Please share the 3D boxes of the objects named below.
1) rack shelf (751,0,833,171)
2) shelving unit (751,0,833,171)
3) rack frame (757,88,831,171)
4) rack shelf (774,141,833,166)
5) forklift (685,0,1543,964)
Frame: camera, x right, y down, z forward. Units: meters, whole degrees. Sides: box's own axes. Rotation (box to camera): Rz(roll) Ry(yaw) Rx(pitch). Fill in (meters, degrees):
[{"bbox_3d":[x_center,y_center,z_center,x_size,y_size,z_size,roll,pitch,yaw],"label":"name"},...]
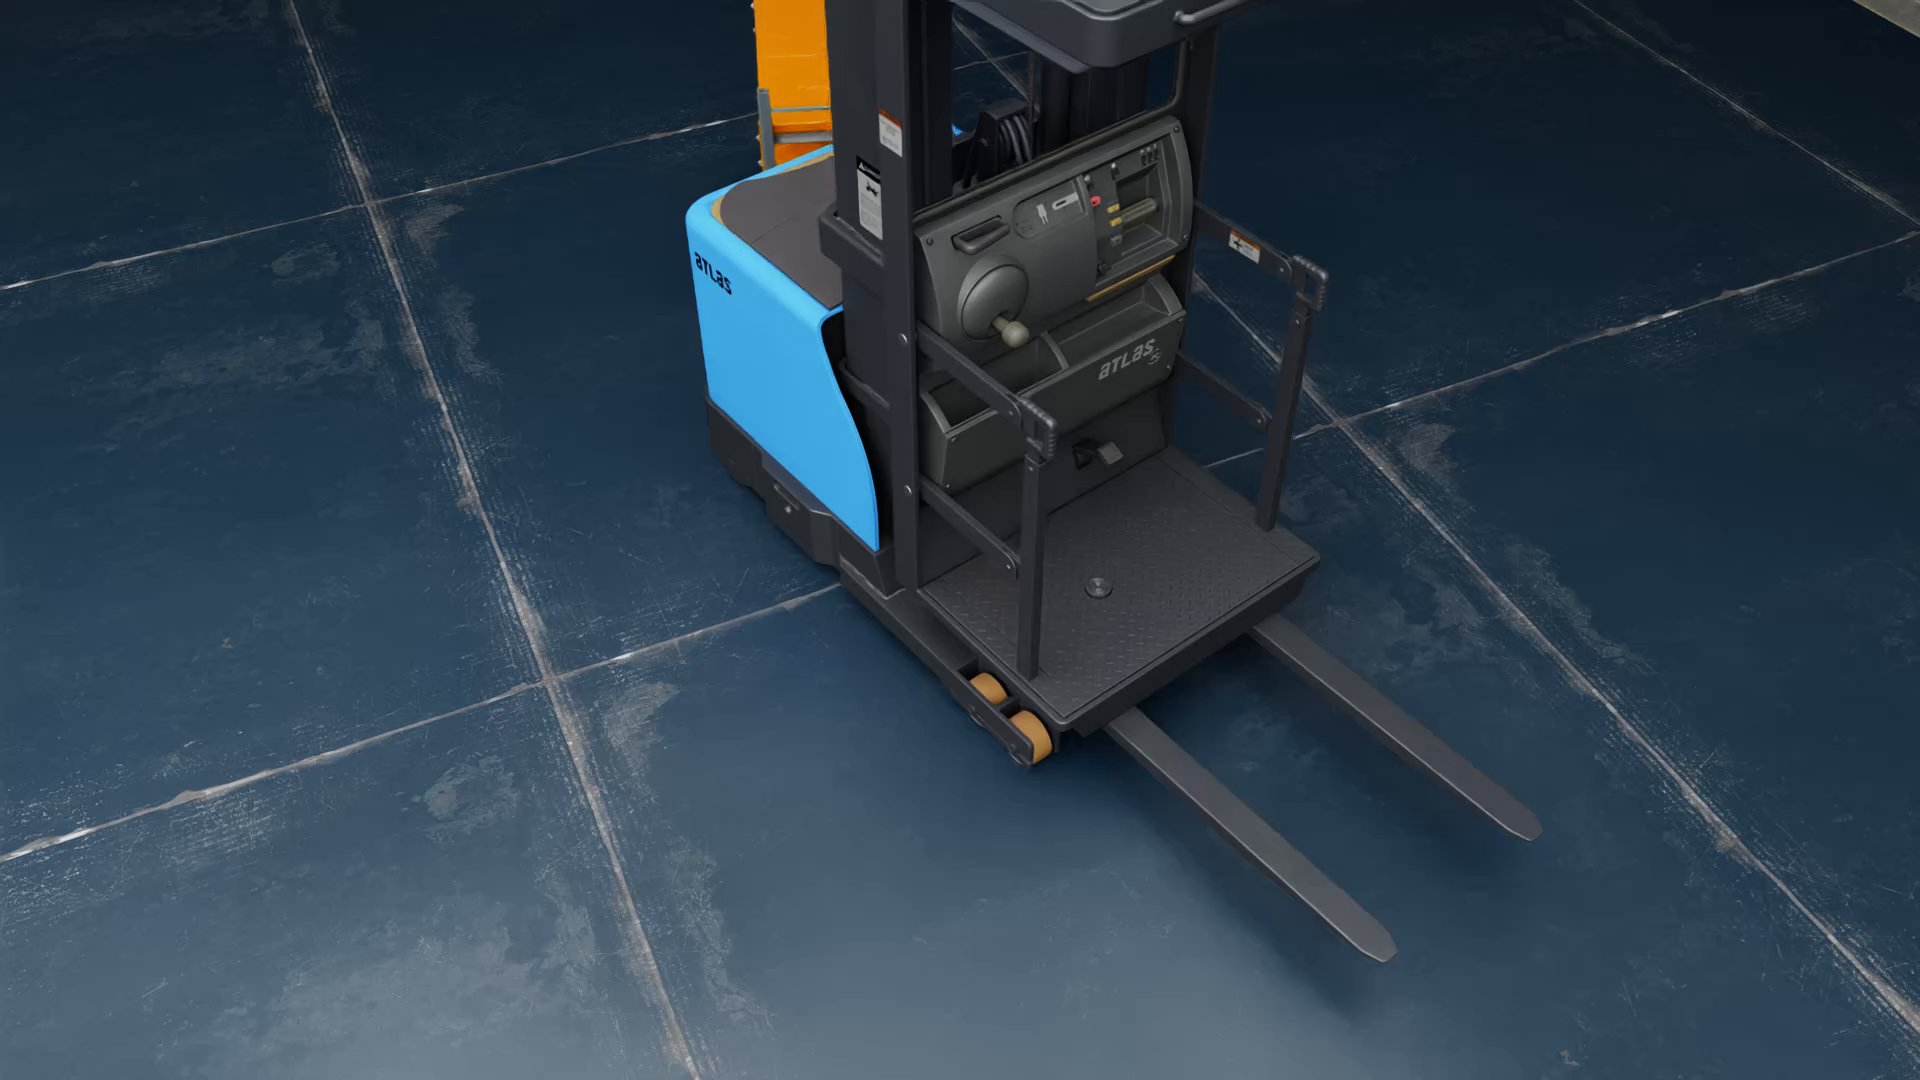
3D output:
[{"bbox_3d":[-0.504,-1.724,6.280,0.538,0.278,1.000,-4,45,-4],"label":"rack shelf"},{"bbox_3d":[-0.504,-1.516,6.485,0.538,1.125,1.048,-4,45,-4],"label":"shelving unit"},{"bbox_3d":[-0.450,-1.161,6.125,0.500,1.125,0.032,-4,45,-4],"label":"rack frame"},{"bbox_3d":[-0.504,-1.342,6.657,0.538,0.278,1.000,-4,45,-4],"label":"rack shelf"},{"bbox_3d":[0.415,-0.760,4.434,1.130,2.935,3.031,-29,52,-26],"label":"forklift"}]
